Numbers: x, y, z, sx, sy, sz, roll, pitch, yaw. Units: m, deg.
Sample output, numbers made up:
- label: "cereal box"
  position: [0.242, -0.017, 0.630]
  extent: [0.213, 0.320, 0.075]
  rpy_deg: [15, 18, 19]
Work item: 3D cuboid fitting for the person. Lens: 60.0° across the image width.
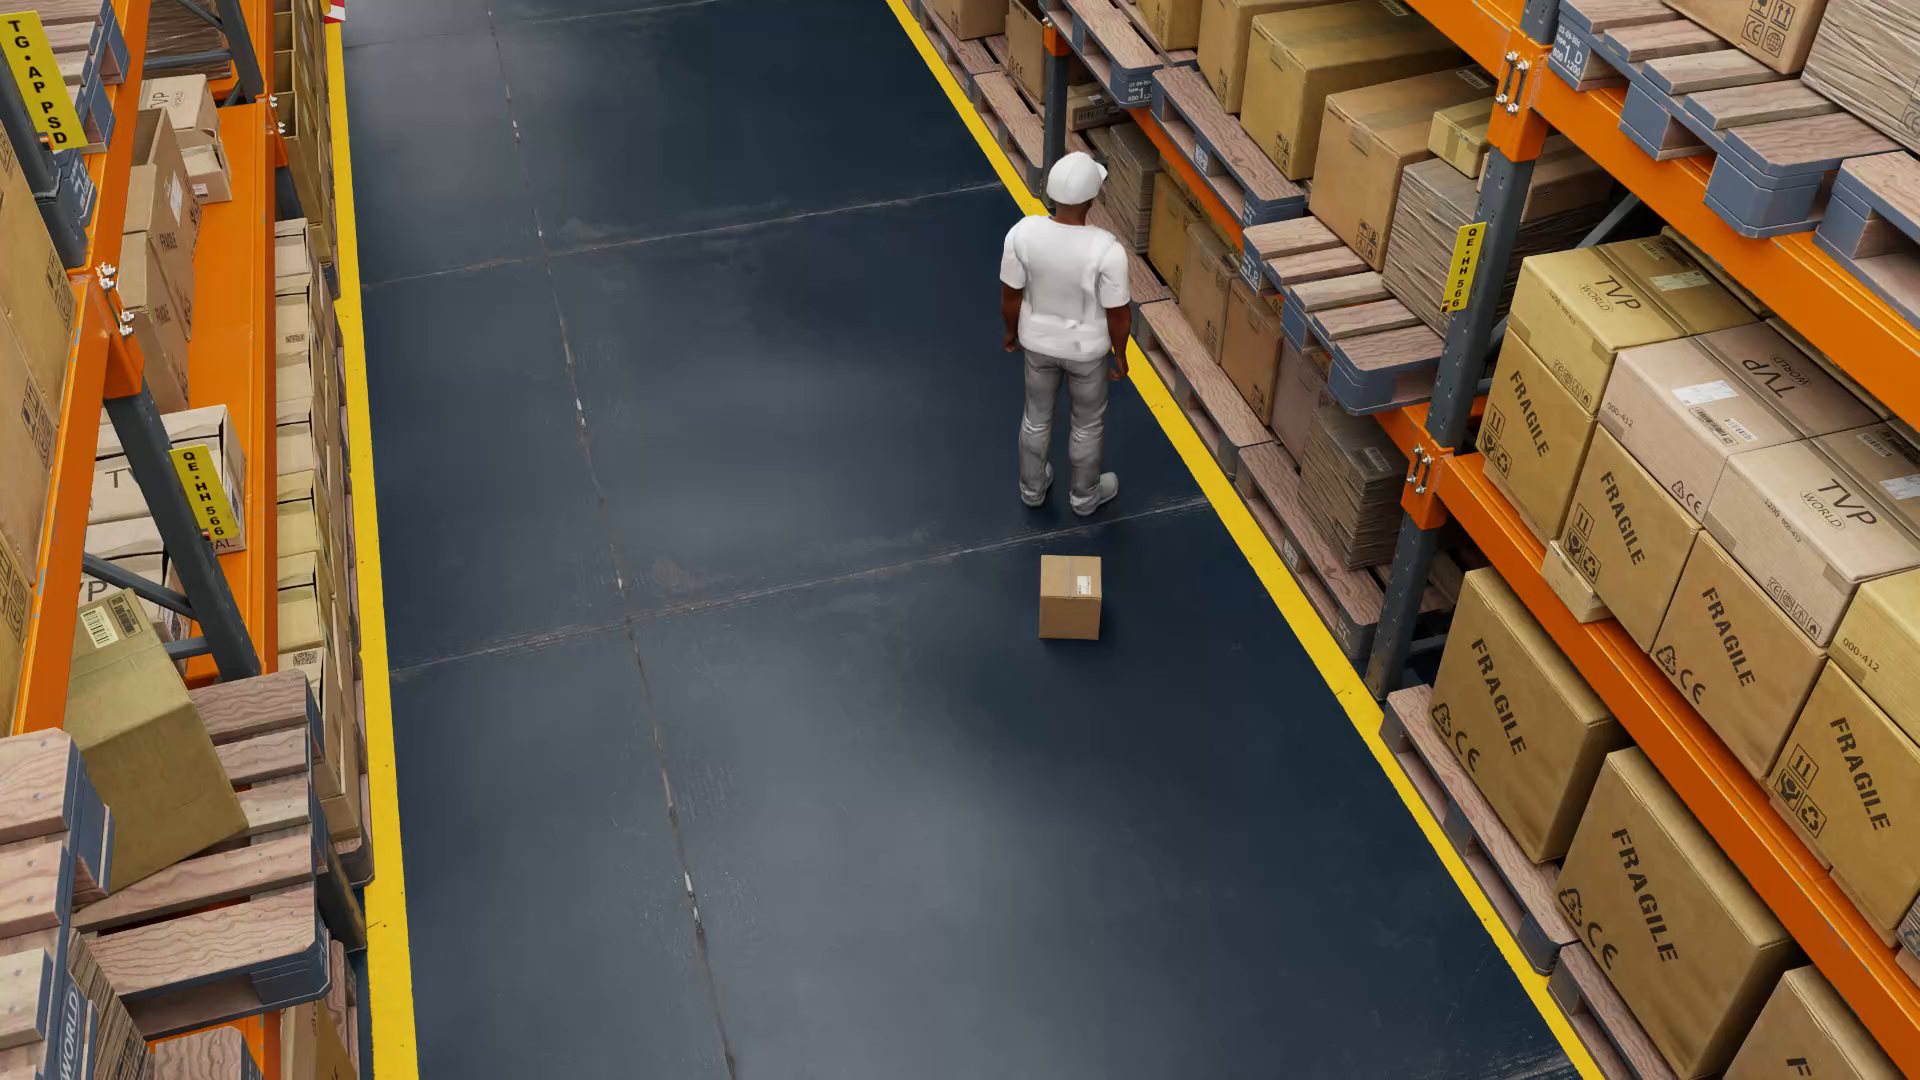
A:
- label: "person"
  position: [0.461, -0.862, 7.097]
  extent: [0.569, 1.772, 0.385]
  rpy_deg: [15, 44, 16]
